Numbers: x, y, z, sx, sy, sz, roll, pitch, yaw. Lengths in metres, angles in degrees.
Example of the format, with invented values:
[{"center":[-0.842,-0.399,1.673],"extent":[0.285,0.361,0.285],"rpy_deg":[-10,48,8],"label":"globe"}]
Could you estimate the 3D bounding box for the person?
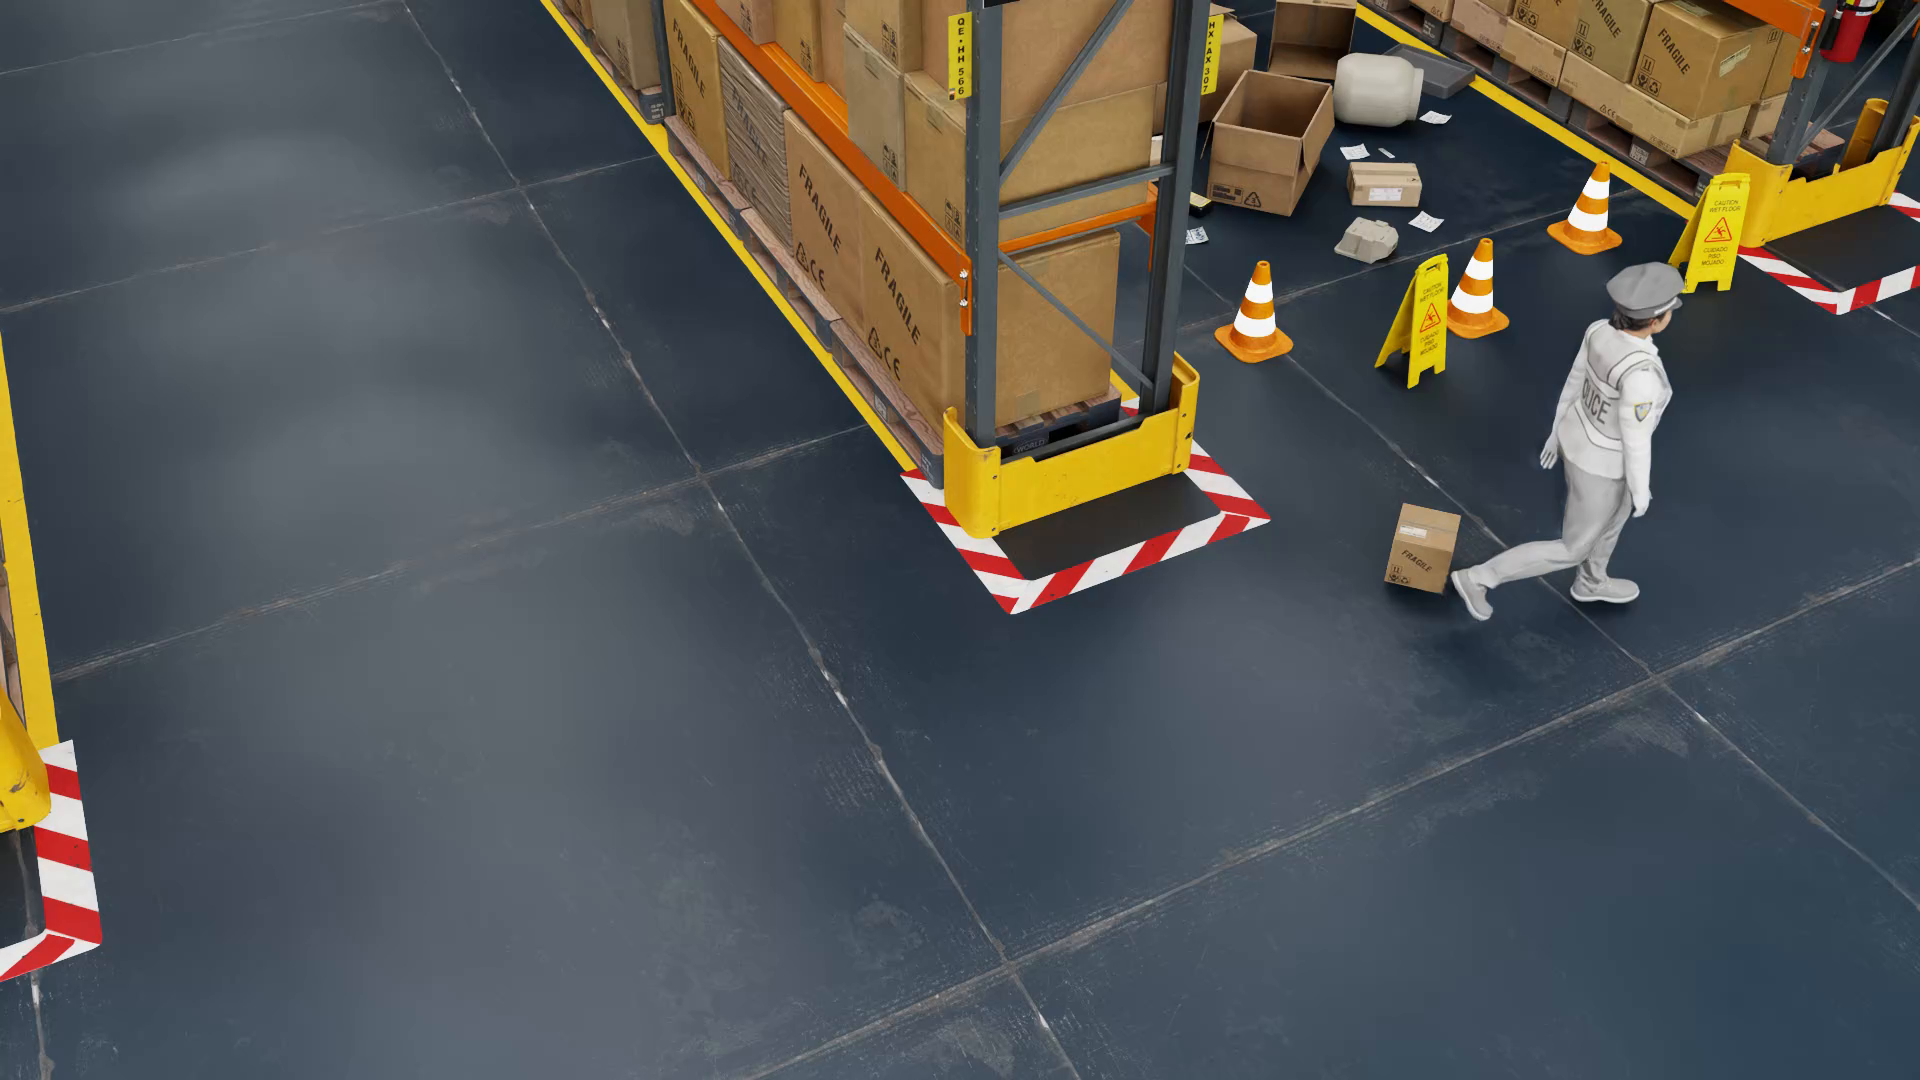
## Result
[{"center":[2.449,-0.333,6.498],"extent":[0.879,1.639,0.460],"rpy_deg":[0,42,0],"label":"person"}]
